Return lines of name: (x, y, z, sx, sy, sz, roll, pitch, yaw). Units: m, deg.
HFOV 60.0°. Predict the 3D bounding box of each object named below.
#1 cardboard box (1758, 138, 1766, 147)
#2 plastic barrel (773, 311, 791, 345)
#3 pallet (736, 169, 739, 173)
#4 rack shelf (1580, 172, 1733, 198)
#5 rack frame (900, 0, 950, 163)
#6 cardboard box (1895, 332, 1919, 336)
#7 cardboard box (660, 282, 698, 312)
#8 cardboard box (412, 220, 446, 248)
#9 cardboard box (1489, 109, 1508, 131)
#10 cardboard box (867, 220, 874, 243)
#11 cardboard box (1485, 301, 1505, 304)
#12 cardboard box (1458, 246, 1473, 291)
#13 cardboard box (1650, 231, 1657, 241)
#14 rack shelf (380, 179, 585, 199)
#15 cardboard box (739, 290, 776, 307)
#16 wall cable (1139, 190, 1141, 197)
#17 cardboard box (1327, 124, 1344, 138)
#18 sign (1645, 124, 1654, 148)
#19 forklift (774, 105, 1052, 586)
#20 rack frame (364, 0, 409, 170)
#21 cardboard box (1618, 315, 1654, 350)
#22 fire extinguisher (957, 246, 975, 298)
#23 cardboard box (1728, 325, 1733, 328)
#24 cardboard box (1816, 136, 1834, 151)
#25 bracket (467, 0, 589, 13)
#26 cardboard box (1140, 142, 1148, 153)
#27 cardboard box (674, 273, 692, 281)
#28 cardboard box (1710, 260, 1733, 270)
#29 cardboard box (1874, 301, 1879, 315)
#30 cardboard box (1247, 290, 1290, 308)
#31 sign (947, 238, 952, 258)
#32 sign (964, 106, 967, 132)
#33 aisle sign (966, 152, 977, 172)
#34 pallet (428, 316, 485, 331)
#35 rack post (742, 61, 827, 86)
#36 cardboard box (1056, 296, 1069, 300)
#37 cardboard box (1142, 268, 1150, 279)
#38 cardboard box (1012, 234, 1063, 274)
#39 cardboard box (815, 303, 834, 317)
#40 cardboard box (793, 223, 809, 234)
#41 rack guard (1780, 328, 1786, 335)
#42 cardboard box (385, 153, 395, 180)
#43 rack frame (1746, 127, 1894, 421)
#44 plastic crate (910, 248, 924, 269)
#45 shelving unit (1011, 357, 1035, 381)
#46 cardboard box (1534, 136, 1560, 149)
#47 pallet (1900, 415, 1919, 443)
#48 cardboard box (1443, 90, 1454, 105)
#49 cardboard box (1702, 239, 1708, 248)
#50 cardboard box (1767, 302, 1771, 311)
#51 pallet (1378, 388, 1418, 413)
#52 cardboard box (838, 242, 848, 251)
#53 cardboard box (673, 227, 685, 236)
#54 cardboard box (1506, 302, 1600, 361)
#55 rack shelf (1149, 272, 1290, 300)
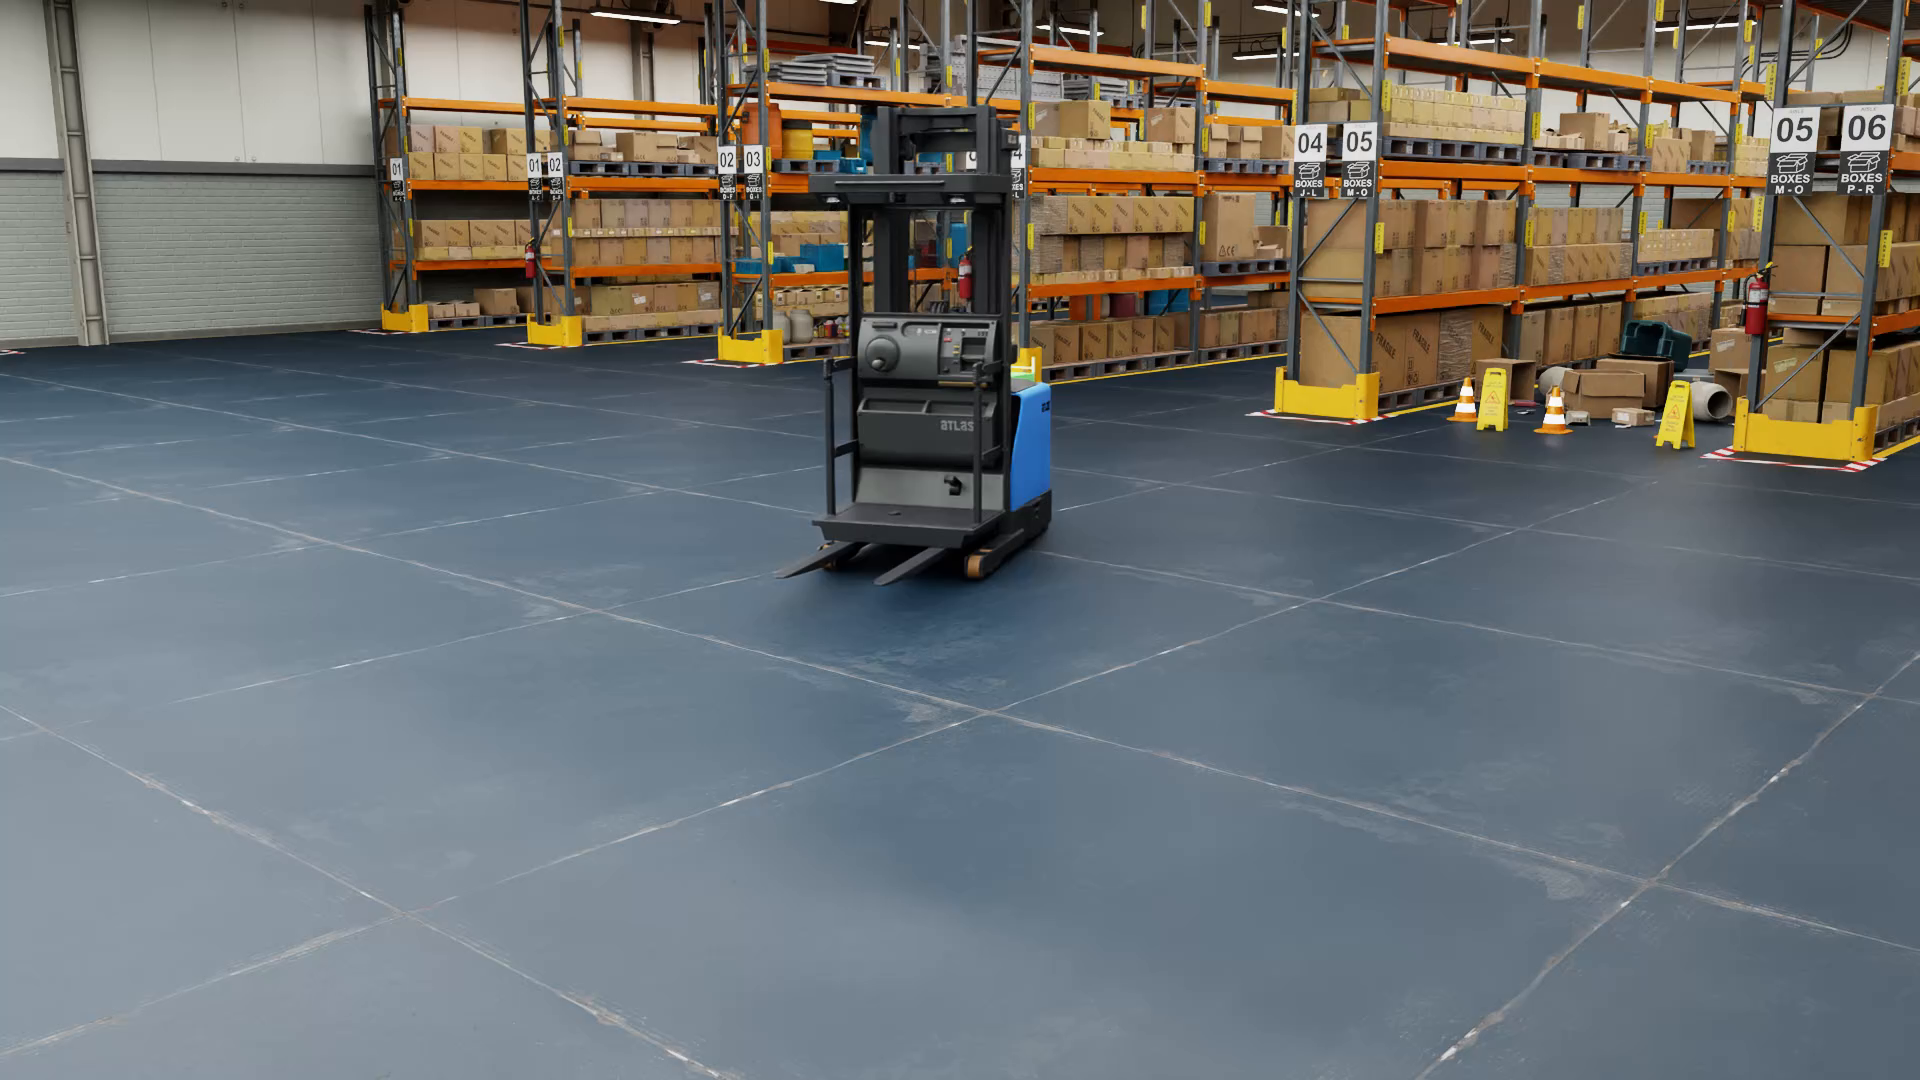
cardboard box: (13.357, -6.704, 28.050, 0.380, 0.149, 0.250, 11, 16, 43)
plastic barrel: (-2.845, -3.291, 25.811, 0.421, 0.512, 0.421, 0, 11, 0)
pallet: (-3.727, -6.937, 31.613, 0.805, 0.209, 1.217, 9, 14, 38)
rack shelf: (10.759, -5.492, 25.726, 1.077, 0.370, 4.000, 10, 15, 40)
rack frame: (-0.582, -7.729, 27.433, 1.000, 3.000, 0.127, 10, 15, 40)
cardboard box: (10.394, -1.969, 17.945, 0.500, 0.500, 0.500, 10, 15, 40)
cardboard box: (-5.108, -4.411, 30.170, 0.500, 0.500, 0.500, 10, 15, 40)
cardboard box: (-10.123, -5.815, 31.584, 0.500, 0.500, 0.500, 10, 15, 40)
cardboard box: (6.332, -5.109, 20.269, 0.500, 0.250, 0.500, 10, 15, 40)
cardboard box: (-2.372, -7.470, 40.687, 0.980, 0.700, 0.700, 10, 15, 41)
cardboard box: (10.097, -4.838, 32.628, 0.875, 0.875, 0.875, 10, 15, 40)
cardboard box: (5.773, -3.360, 20.494, 0.875, 0.550, 0.550, 10, 15, 40)
cardboard box: (10.230, -4.572, 24.994, 0.380, 0.149, 0.250, 10, 15, 40)
rack shelf: (-9.344, -6.892, 32.737, 1.077, 0.370, 4.000, 10, 15, 40)
cardboard box: (-3.840, -4.589, 31.547, 0.500, 0.311, 0.500, 10, 15, 41)
wall cable: (3.900, -10.039, 46.925, 3.097, 2.526, 0.112, 10, 15, 40)
cardboard box: (4.123, -4.598, 18.727, 0.380, 0.149, 0.250, 10, 15, 40)
sign: (9.850, -5.770, 23.759, 0.100, 0.325, 0.005, 10, 15, 40)
forklift: (-0.278, -1.270, 10.588, 1.130, 2.935, 3.031, 4, 12, 18)
rack frame: (-10.664, -8.421, 30.900, 1.000, 3.000, 0.127, 10, 15, 40)
cardboard box: (10.097, -3.130, 25.036, 0.500, 0.500, 0.500, 9, 14, 38)
fire extinguisher: (0.077, -3.563, 22.090, 0.296, 0.674, 0.183, 10, 15, 40)
cardboard box: (12.736, -3.527, 27.917, 0.380, 0.149, 0.250, 10, 15, 42)
cardboard box: (7.968, -3.713, 15.628, 0.380, 0.149, 0.250, 10, 15, 41)
bracket: (-8.610, -10.796, 33.597, 0.076, 0.066, 4.783, 10, 15, 40)
cardboard box: (2.407, -5.507, 23.329, 0.380, 0.149, 0.250, 11, 15, 42)
cardboard box: (-6.242, -5.826, 36.565, 0.500, 0.250, 0.500, 10, 15, 41)
cardboard box: (12.512, -4.544, 27.444, 0.380, 0.149, 0.250, 11, 15, 42)
cardboard box: (8.478, -2.216, 15.789, 0.380, 0.149, 0.250, 10, 15, 41)
cardboard box: (5.017, -3.911, 26.979, 0.500, 0.250, 0.500, -10, 15, -41)
sign: (-0.176, -4.850, 27.630, 0.100, 0.325, 0.005, 10, 15, 40)
sign: (0.095, -5.538, 21.862, 0.100, 0.325, 0.005, 10, 15, 40)
aisle sign: (0.232, -4.863, 21.762, 0.394, 0.787, 0.004, 10, 15, 40)
pallet: (-10.051, -4.238, 32.392, 1.003, 0.211, 1.213, 10, 15, 40)
rack post: (-2.627, -6.990, 25.010, 0.954, 0.300, 0.937, -10, 15, -41)
cardboard box: (2.217, -5.874, 38.712, 0.797, 0.503, 0.637, 10, 15, 40)
cardboard box: (2.490, -3.818, 23.812, 0.380, 0.149, 0.250, 10, 15, 40)
cardboard box: (0.882, -3.831, 22.217, 0.875, 0.500, 0.500, 10, 15, 40)
cardboard box: (-2.833, -4.539, 32.728, 0.500, 0.250, 0.500, 10, 15, 41)
cardboard box: (-3.851, -7.126, 38.665, 0.500, 0.500, 0.500, 10, 15, 42)
rack guard: (14.669, -4.019, 30.558, 1.175, 0.500, 0.348, 10, 15, 40)
cardboard box: (-10.579, -7.103, 31.653, 0.500, 0.500, 0.500, -11, 16, -43)
rack frame: (7.943, -2.277, 15.453, 1.000, 3.000, 0.127, 10, 15, 40)
plastic crate: (-1.023, -4.696, 27.724, 0.767, 0.338, 0.504, 10, 15, 40)
shelving unit: (0.318, -0.754, 12.425, 0.258, 1.200, 0.503, 8, 14, 35)
cardboard box: (7.669, -5.214, 21.813, 0.250, 0.149, 0.380, 10, 15, 40)
pallet: (9.361, -1.214, 17.252, 1.003, 0.211, 1.213, 10, 15, 40)
cardboard box: (5.457, -5.091, 19.160, 0.380, 0.149, 0.250, 10, 15, 40)
cardboard box: (11.792, -4.773, 26.761, 0.380, 0.149, 0.250, 10, 15, 41)
cardboard box: (14.276, -4.161, 29.574, 0.380, 0.149, 0.250, 9, 15, 39)
pallet: (4.627, -1.662, 19.496, 1.003, 0.211, 1.213, 10, 15, 40)
cardboard box: (-2.395, -5.866, 33.652, 0.500, 0.311, 0.500, 10, 15, 40)
cardboard box: (-5.158, -5.541, 29.883, 0.380, 0.149, 0.250, 10, 15, 42)
cardboard box: (8.394, -2.975, 23.619, 1.050, 0.750, 0.750, 10, 15, 41)
rack shelf: (4.459, -4.088, 26.358, 1.077, 0.370, 4.000, 10, 15, 40)
